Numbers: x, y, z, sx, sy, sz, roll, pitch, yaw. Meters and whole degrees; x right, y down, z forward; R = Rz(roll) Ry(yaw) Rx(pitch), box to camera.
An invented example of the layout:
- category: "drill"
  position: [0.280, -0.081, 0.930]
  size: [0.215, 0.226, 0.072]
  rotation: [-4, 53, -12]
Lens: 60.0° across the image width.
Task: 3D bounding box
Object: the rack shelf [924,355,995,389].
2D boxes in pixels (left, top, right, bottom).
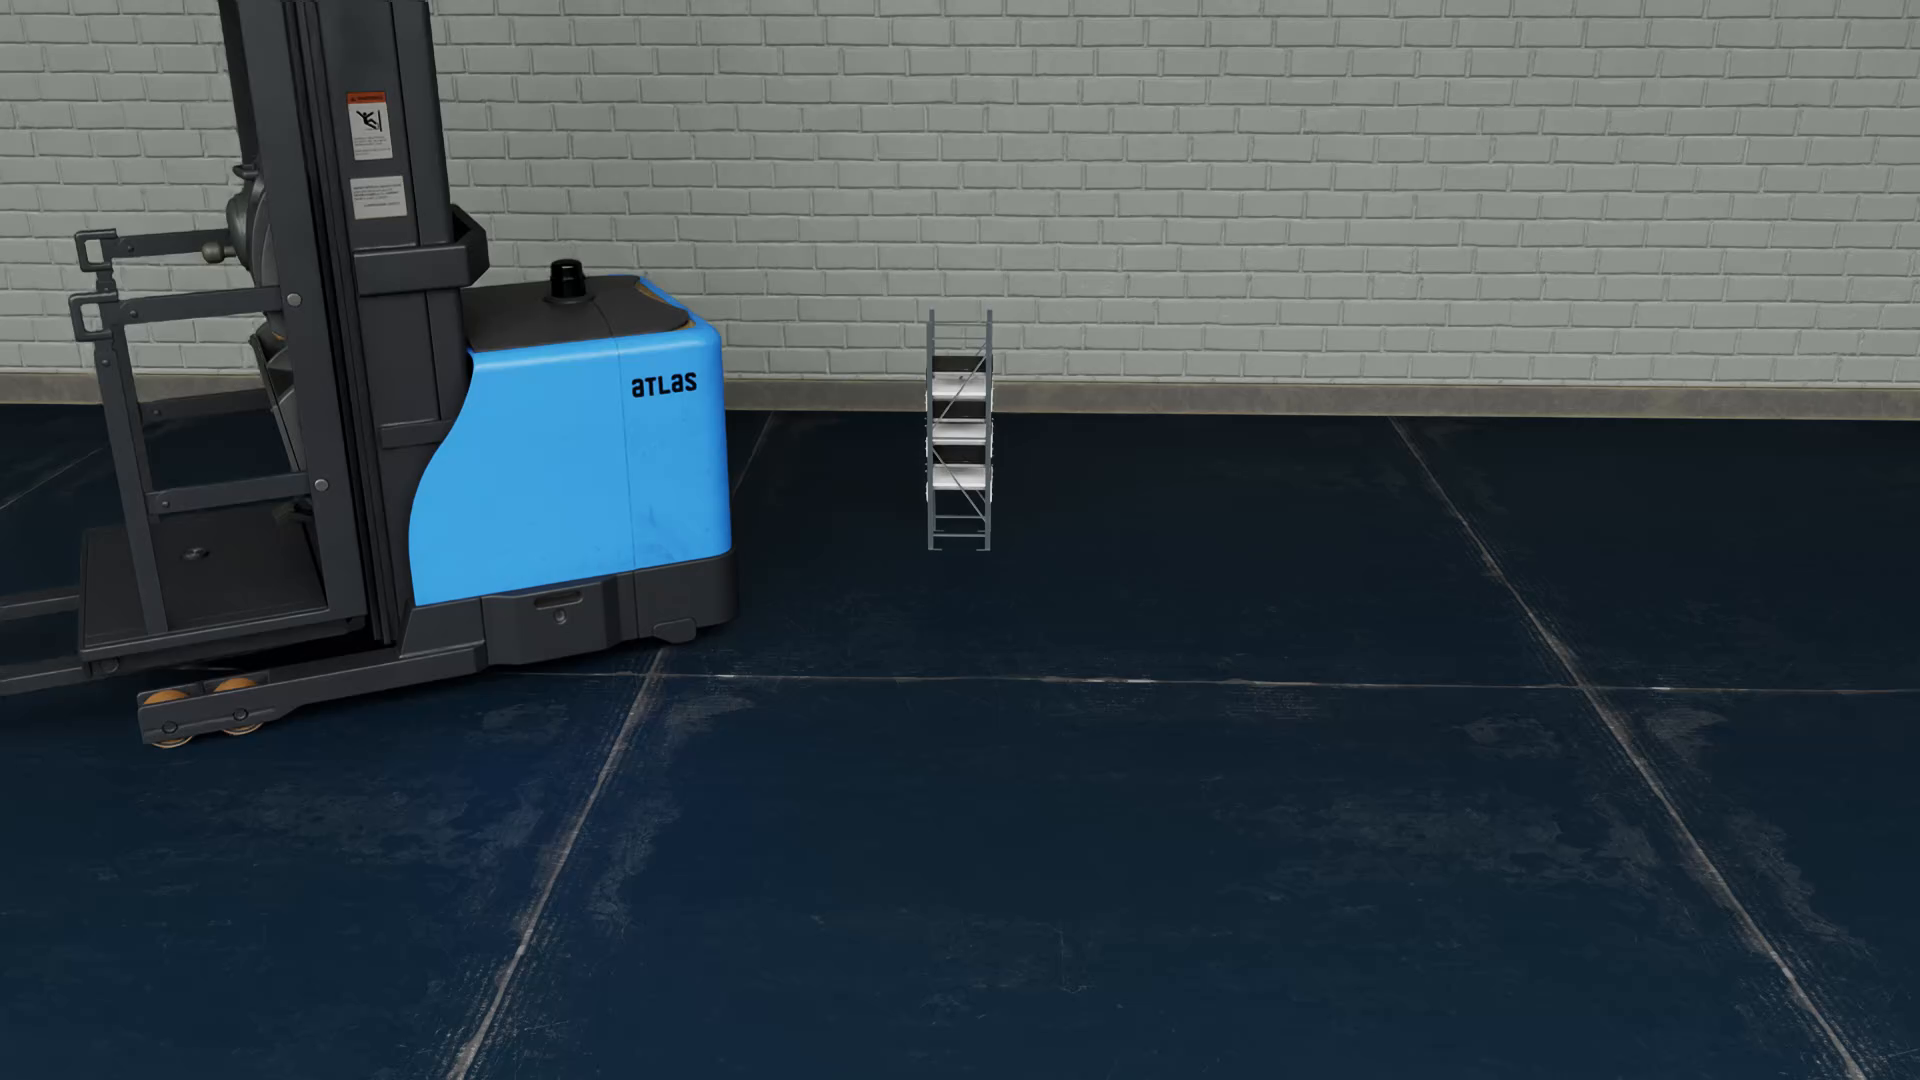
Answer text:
- category: "rack shelf"
  position: [0.000, -0.637, 6.273]
  size: [0.258, 0.077, 0.200]
  rotation: [1, 21, 2]

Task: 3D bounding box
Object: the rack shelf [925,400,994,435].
- category: "rack shelf"
  position: [0.000, -0.469, 6.338]
  size: [0.258, 0.077, 0.200]
  rotation: [1, 21, 2]

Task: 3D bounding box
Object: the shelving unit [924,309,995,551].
- category: "shelving unit"
  position: [0.000, -0.417, 6.359]
  size: [0.258, 0.900, 0.210]
  rotation: [1, 21, 2]

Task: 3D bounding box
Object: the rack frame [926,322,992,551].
- category: "rack frame"
  position: [-0.003, -0.380, 6.264]
  size: [0.240, 0.900, 0.006]
  rotation: [1, 21, 2]

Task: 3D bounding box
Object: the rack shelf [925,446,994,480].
- category: "rack shelf"
  position: [0.000, -0.302, 6.403]
  size: [0.258, 0.077, 0.200]
  rotation: [1, 21, 2]

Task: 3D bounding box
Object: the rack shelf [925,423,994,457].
- category: "rack shelf"
  position: [0.000, -0.386, 6.371]
  size: [0.258, 0.077, 0.200]
  rotation: [1, 21, 2]

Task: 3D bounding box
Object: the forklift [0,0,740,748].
- category: "forklift"
  position: [-2.311, -0.967, 4.969]
  size: [3.031, 2.935, 1.130]
  rotation: [-10, 23, -24]

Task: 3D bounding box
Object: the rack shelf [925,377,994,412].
- category: "rack shelf"
  position: [0.000, -0.553, 6.306]
  size: [0.258, 0.077, 0.200]
  rotation: [1, 21, 2]

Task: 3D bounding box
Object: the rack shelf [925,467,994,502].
- category: "rack shelf"
  position: [0.000, -0.218, 6.436]
  size: [0.258, 0.077, 0.200]
  rotation: [1, 21, 2]

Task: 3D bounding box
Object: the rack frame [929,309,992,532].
- category: "rack frame"
  position: [0.003, -0.453, 6.453]
  size: [0.240, 0.900, 0.006]
  rotation: [1, 21, 2]
